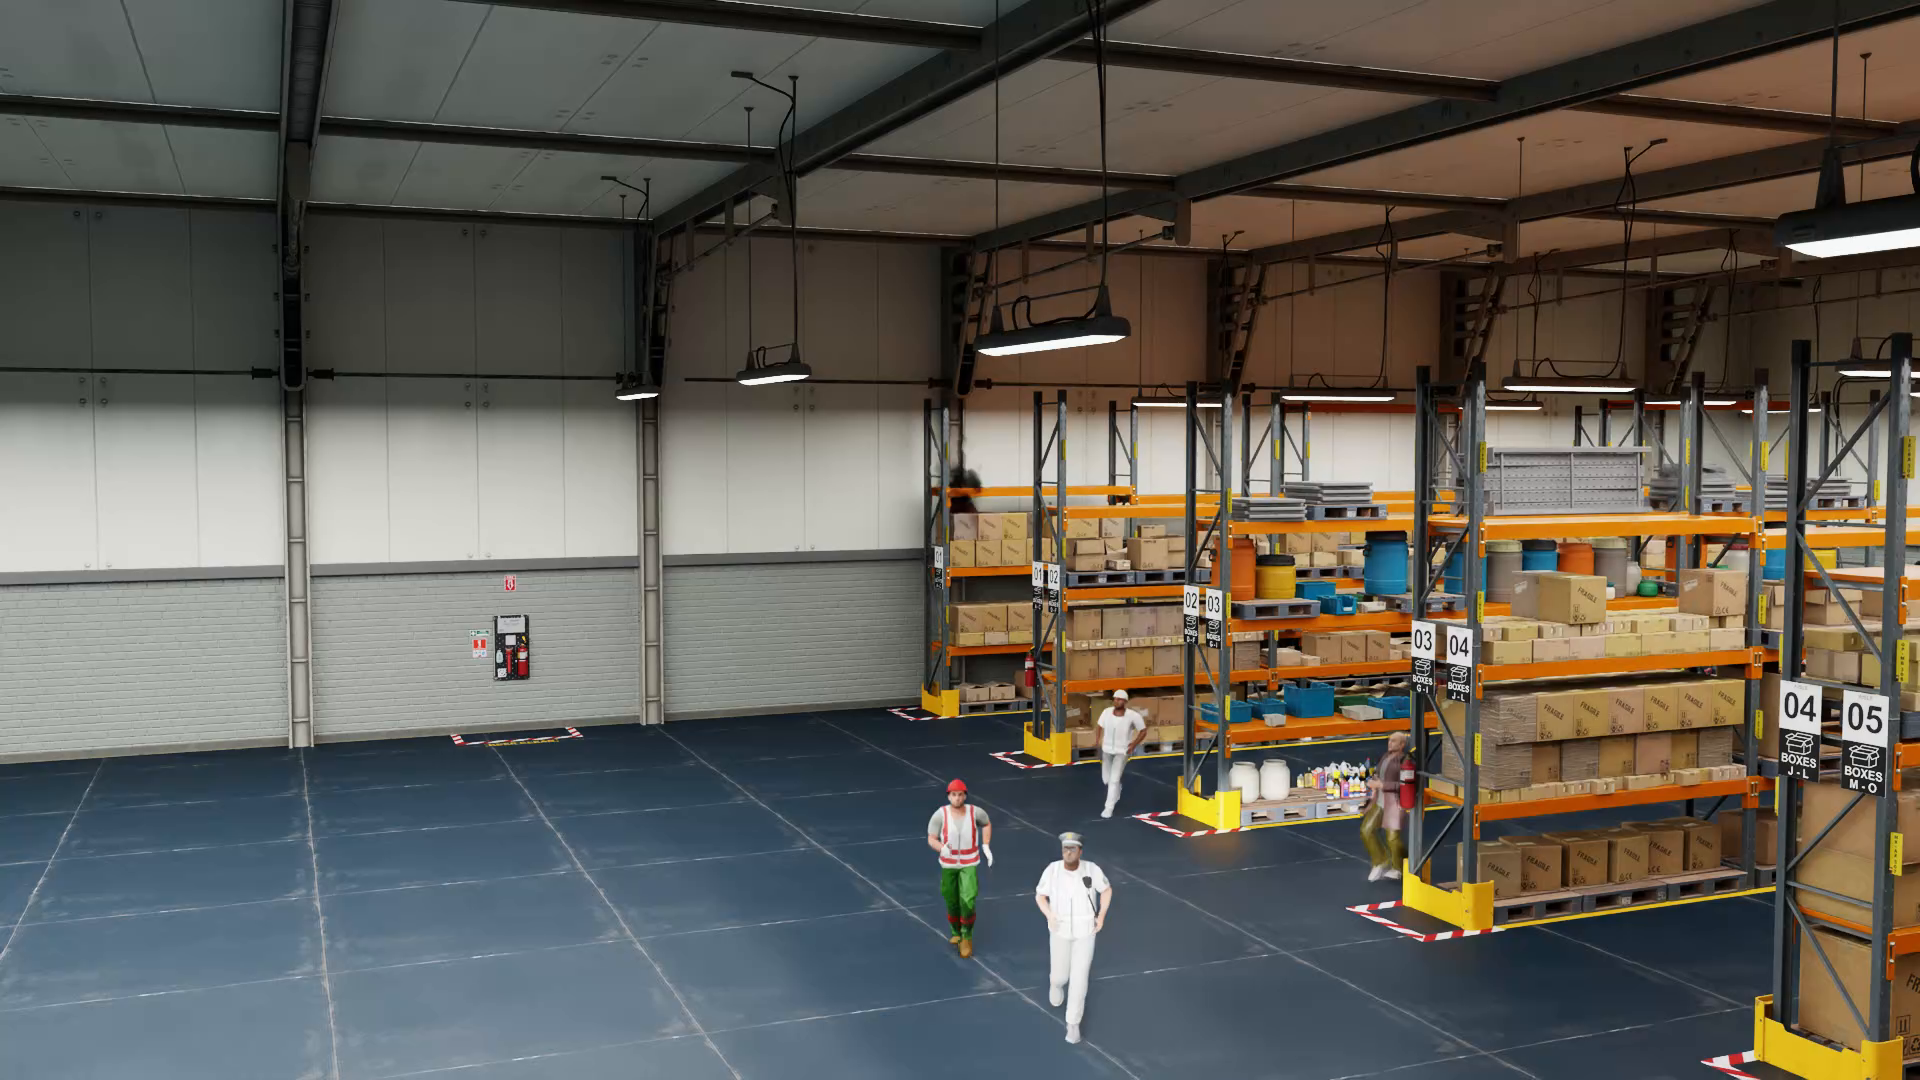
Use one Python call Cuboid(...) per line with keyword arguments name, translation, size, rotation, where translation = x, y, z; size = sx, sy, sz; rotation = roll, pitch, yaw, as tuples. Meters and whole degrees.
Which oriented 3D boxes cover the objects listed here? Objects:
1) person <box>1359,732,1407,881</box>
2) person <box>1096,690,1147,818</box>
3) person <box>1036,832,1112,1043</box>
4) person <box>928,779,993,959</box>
Cuboid(name="person", translation=(5.035, 3.182, 19.526), size=(0.677, 1.702, 0.667), rotation=(-2, 4, -28))
Cuboid(name="person", translation=(2.225, 2.942, 23.129), size=(0.713, 1.750, 0.796), rotation=(2, 4, 29))
Cuboid(name="person", translation=(1.003, 3.432, 14.673), size=(0.670, 1.786, 0.844), rotation=(0, 3, 6))
Cuboid(name="person", translation=(0.000, 3.290, 16.683), size=(0.643, 1.797, 0.804), rotation=(0, 3, 4))
